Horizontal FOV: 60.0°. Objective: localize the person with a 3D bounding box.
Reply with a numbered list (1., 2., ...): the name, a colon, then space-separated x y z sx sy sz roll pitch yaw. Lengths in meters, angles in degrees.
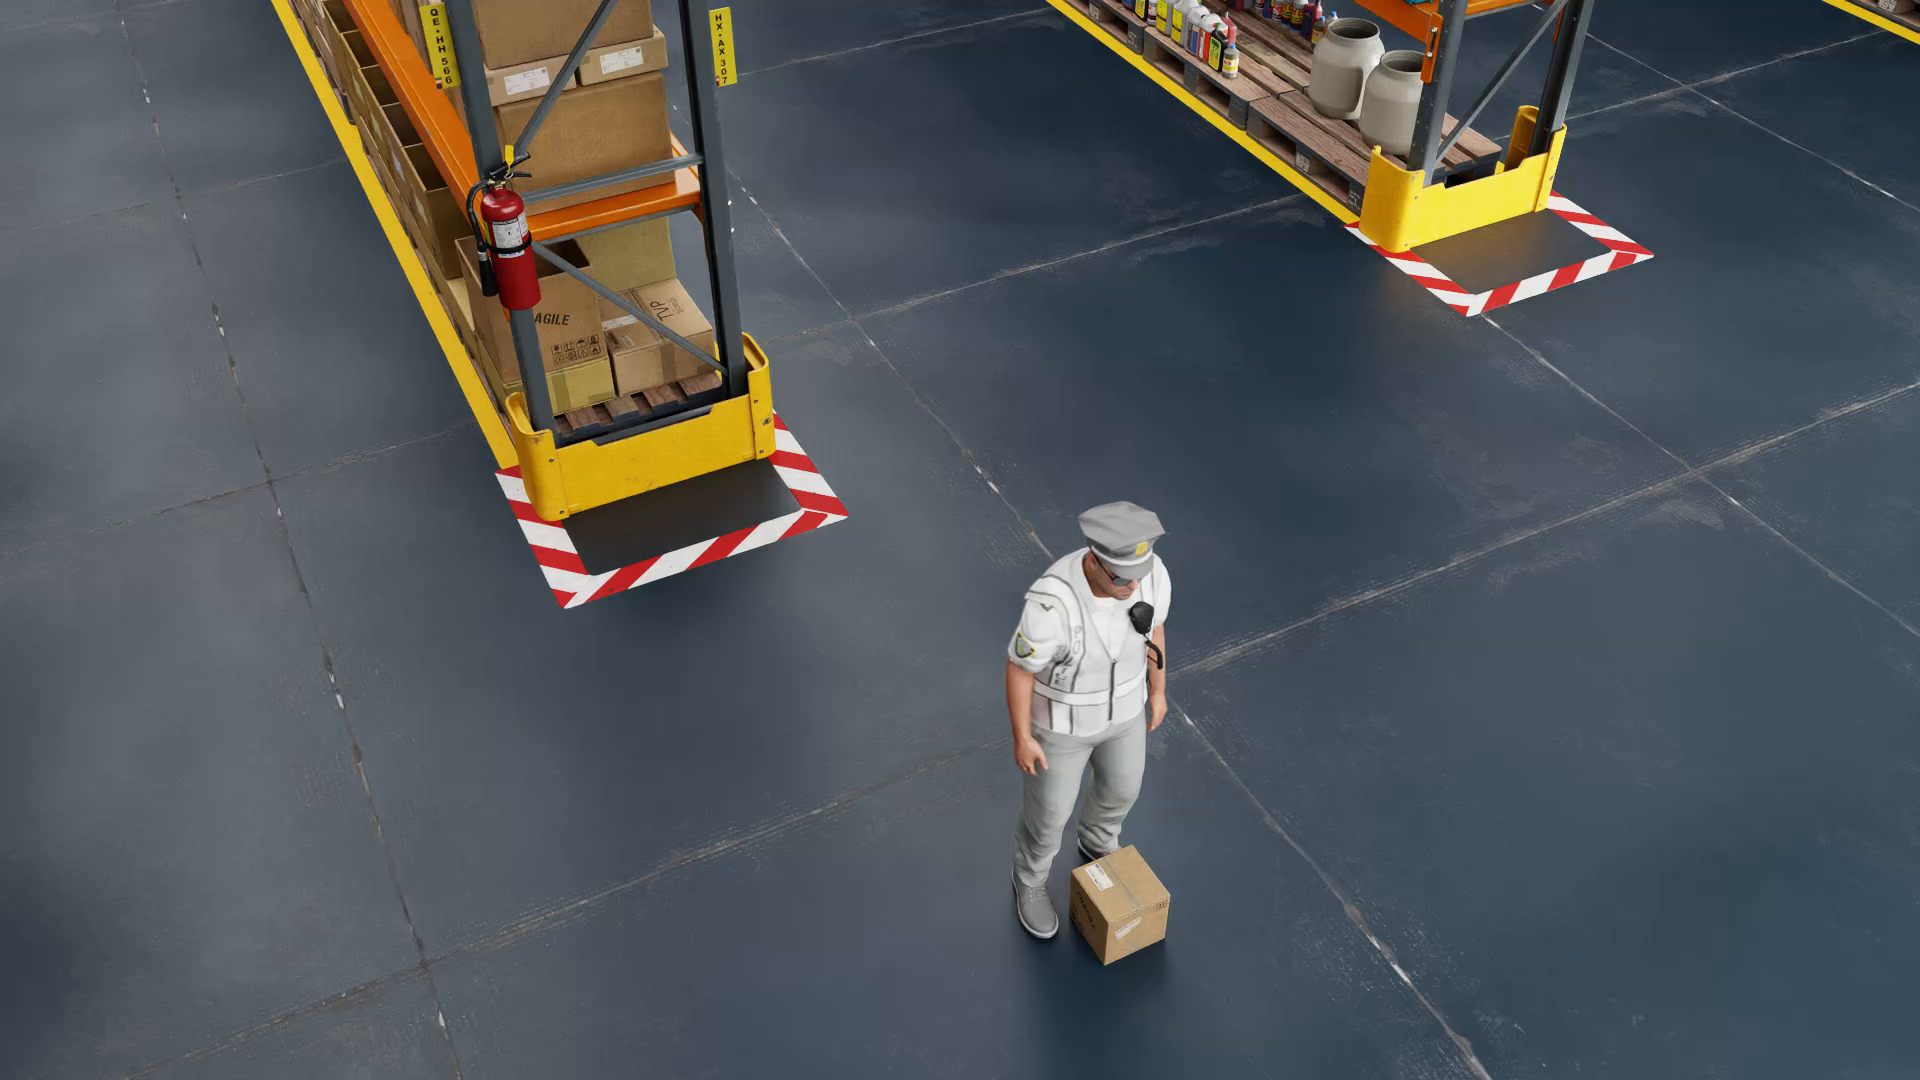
1. person: 0.416 0.556 5.515 0.585 1.744 0.439 -19 44 -20
